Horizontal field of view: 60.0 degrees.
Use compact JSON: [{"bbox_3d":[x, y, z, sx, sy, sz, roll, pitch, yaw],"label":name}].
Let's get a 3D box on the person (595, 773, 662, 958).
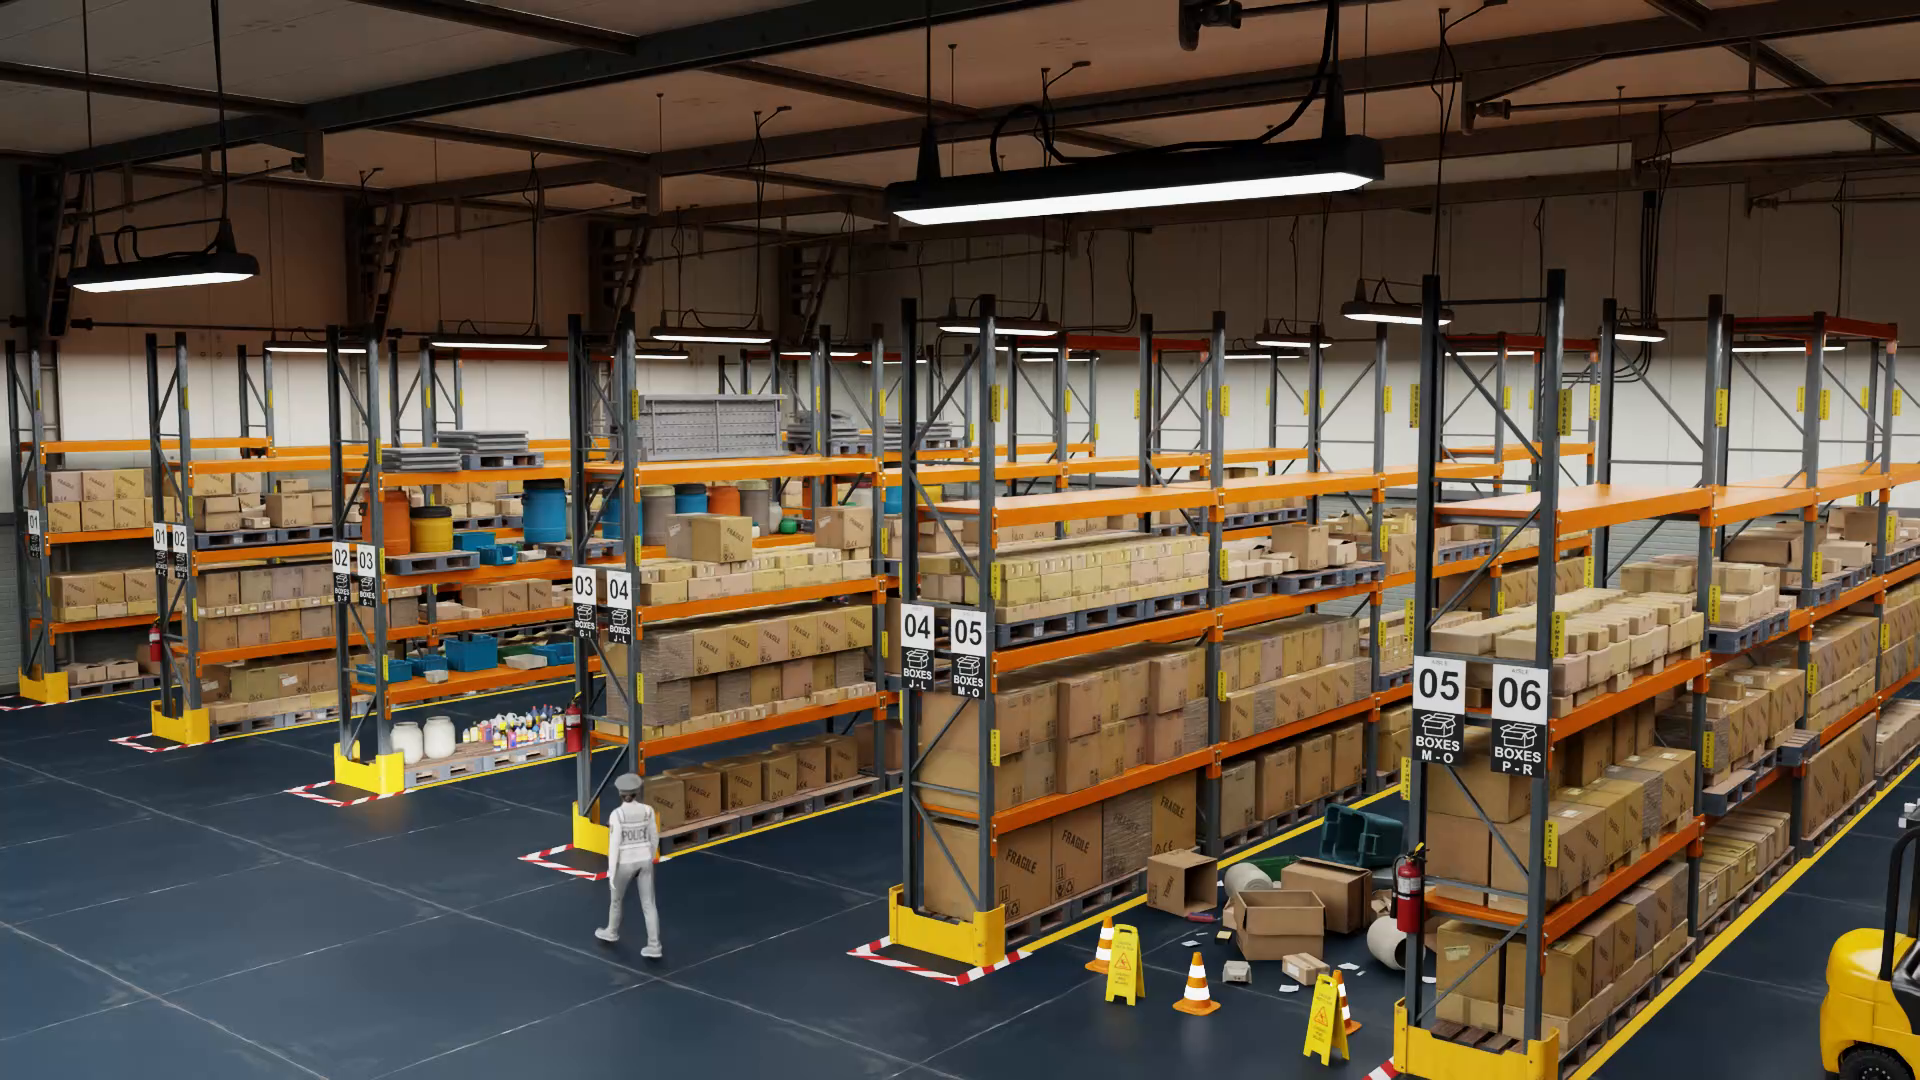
[{"bbox_3d":[-3.028,2.954,15.293,0.539,1.614,1.001,-4,6,-36],"label":"person"}]
